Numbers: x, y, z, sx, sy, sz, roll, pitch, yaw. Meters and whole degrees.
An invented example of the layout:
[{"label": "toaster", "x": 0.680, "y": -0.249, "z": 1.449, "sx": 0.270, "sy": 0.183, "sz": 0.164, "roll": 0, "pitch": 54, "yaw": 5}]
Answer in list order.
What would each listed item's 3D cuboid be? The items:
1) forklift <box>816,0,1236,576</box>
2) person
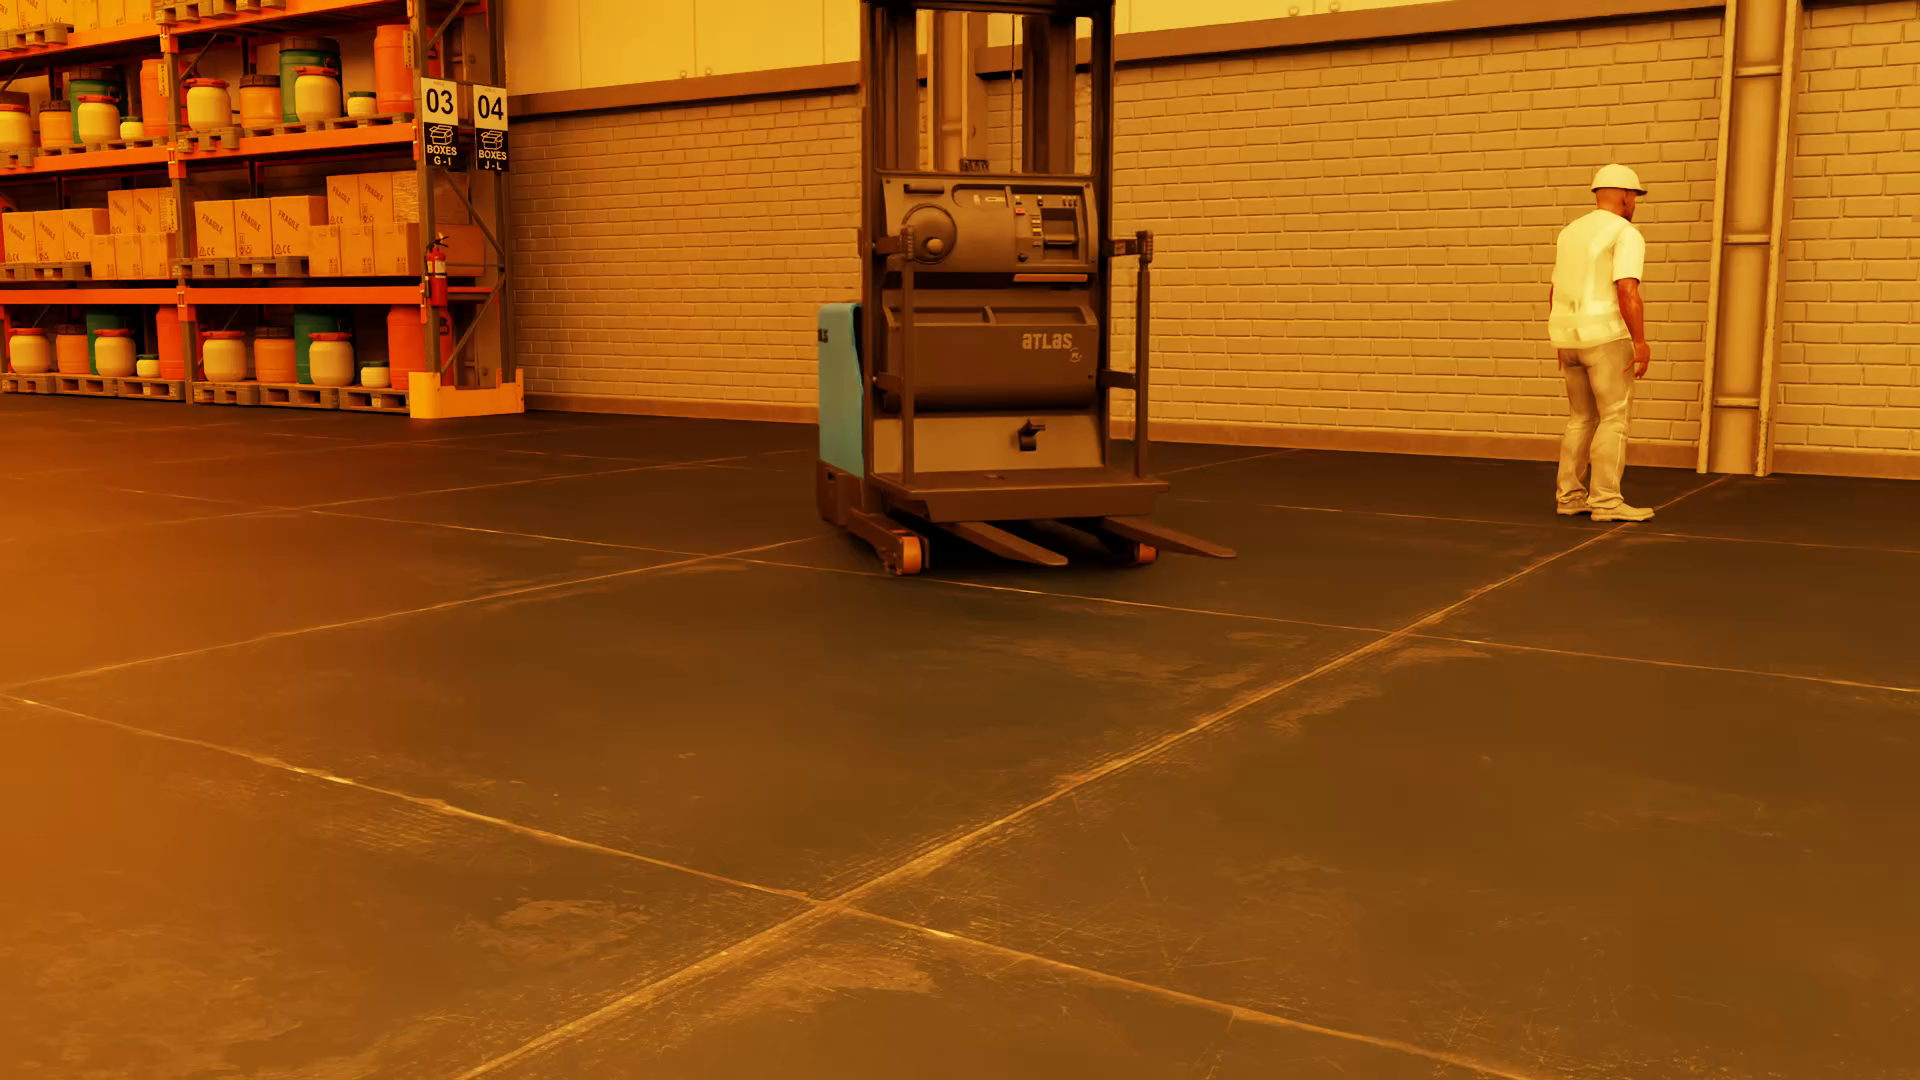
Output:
[{"label": "forklift", "x": 0.194, "y": -1.367, "z": 6.809, "sx": 1.130, "sy": 2.935, "sz": 3.031, "roll": -2, "pitch": 8, "yaw": -16}, {"label": "person", "x": 3.214, "y": -0.990, "z": 8.343, "sx": 0.461, "sy": 1.755, "sz": 0.630, "roll": -2, "pitch": 8, "yaw": -17}]
